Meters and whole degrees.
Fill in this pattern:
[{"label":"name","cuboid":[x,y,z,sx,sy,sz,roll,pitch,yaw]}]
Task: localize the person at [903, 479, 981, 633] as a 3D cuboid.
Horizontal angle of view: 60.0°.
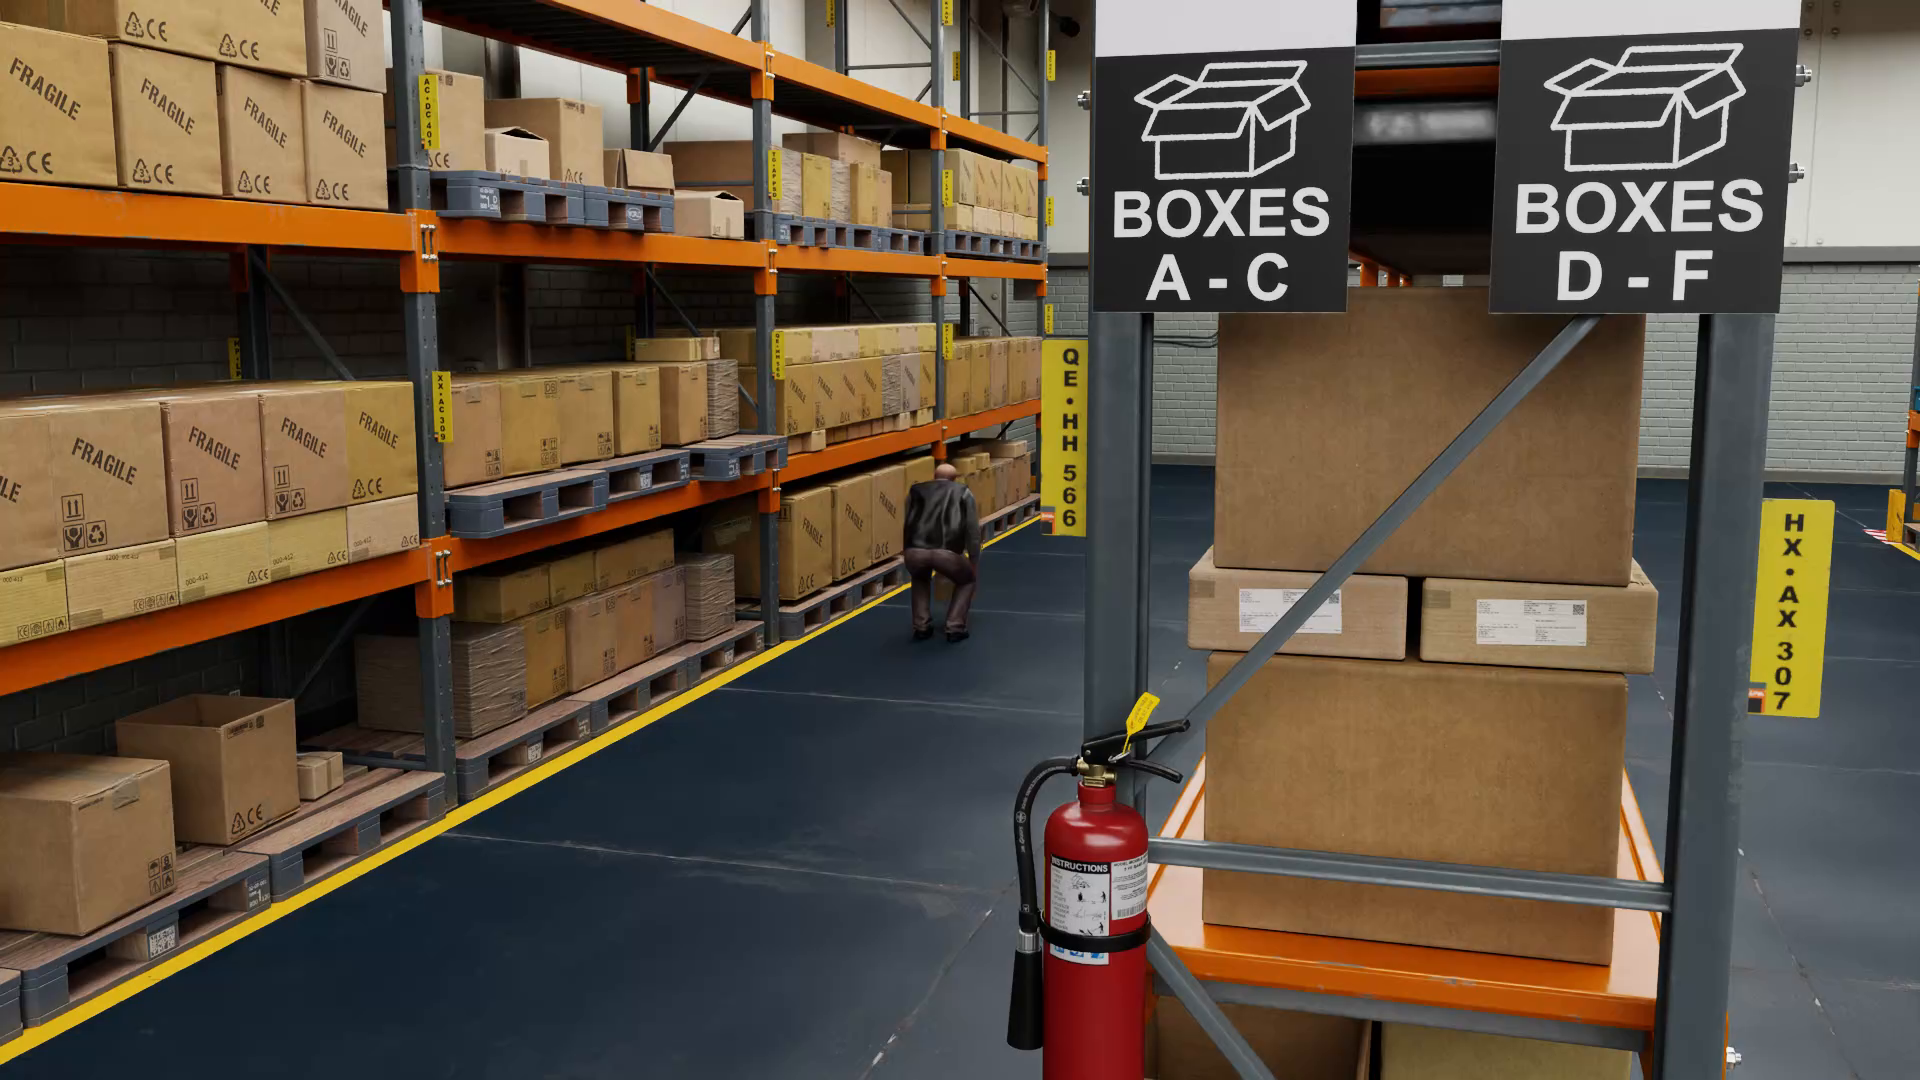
[{"label":"person","cuboid":[-0.187,0.119,11.962,0.583,1.073,0.664,2,9,15]}]
